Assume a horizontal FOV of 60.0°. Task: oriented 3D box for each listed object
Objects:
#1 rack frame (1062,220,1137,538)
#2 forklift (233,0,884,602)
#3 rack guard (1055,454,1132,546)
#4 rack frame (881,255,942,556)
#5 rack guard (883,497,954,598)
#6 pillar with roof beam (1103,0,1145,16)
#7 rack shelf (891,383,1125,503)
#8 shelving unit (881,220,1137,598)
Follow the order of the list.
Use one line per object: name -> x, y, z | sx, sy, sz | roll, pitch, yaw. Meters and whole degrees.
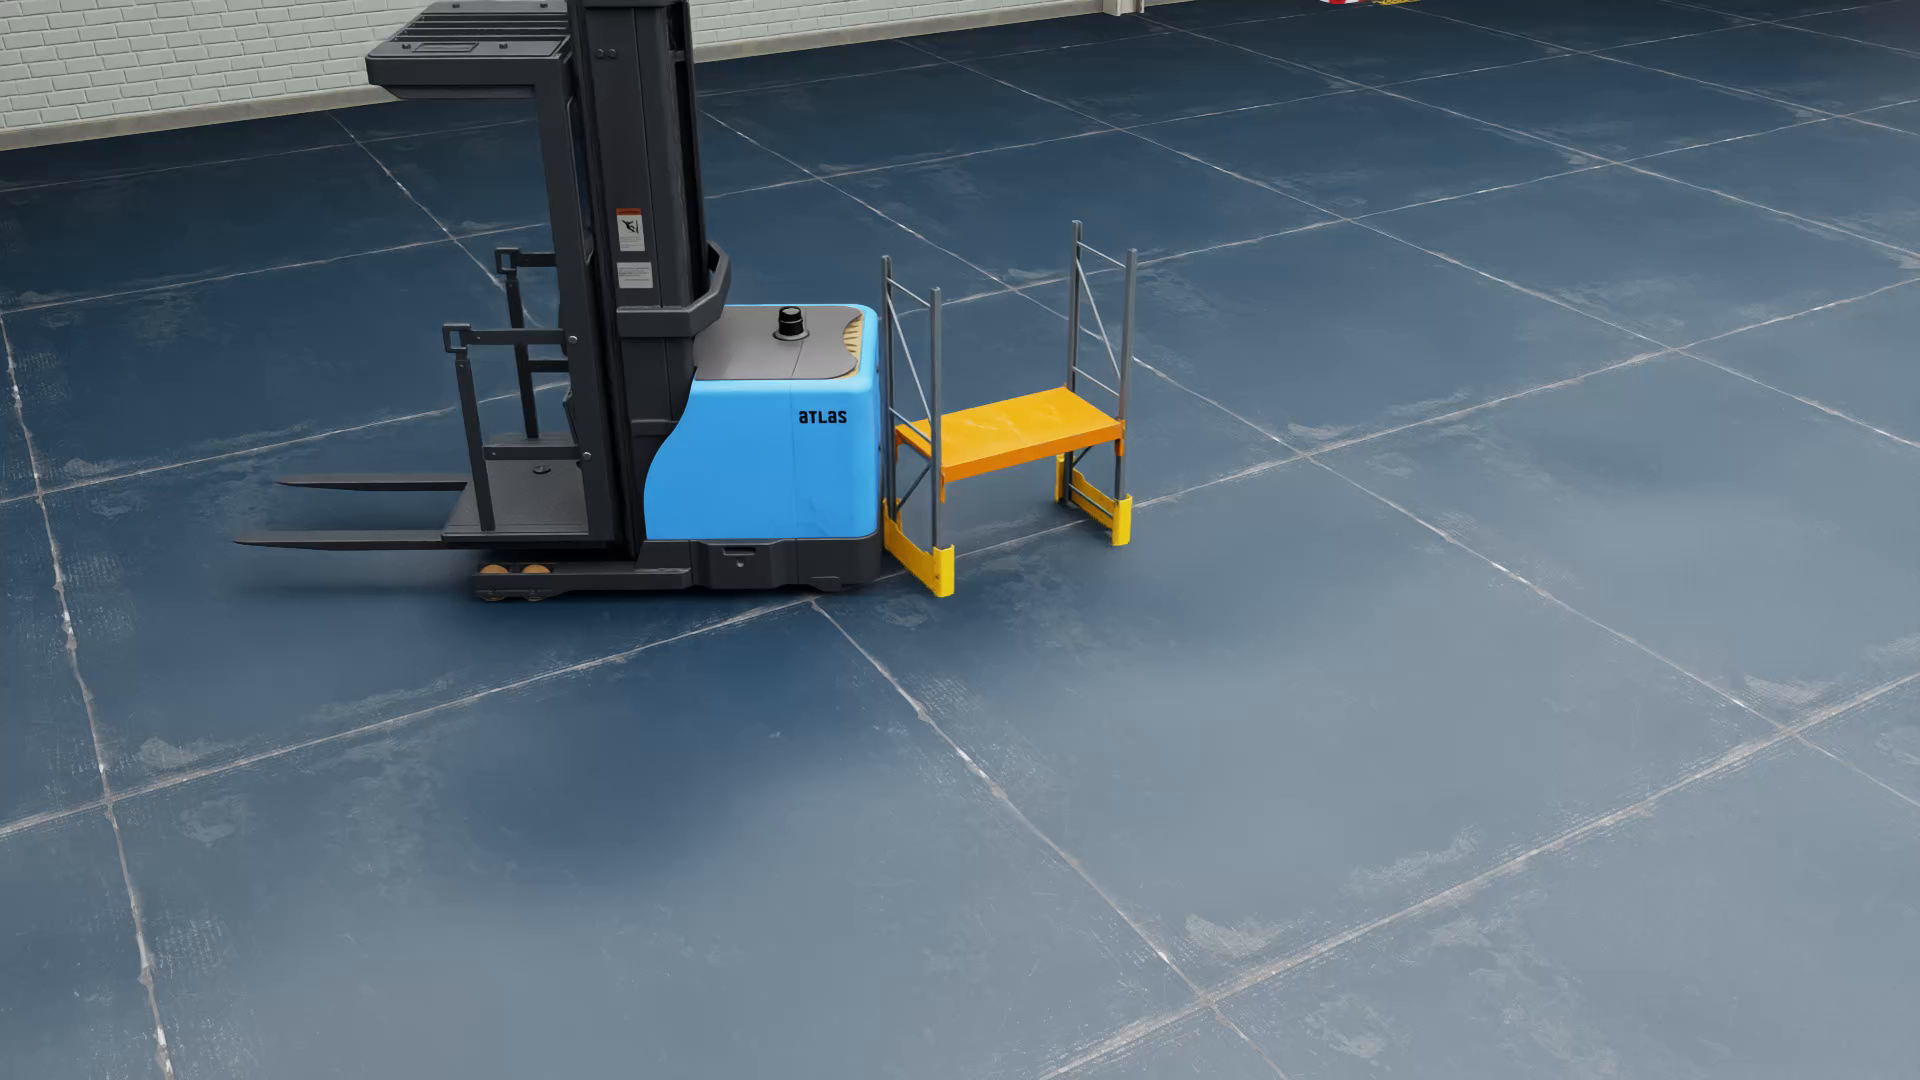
rack frame -> 0.666, -0.755, 8.065 | 0.032, 1.500, 0.500 | -15, 32, -26
forklift -> -1.896, -1.256, 7.493 | 3.031, 2.935, 1.130 | -1, 29, -1
rack guard -> 0.665, -0.207, 8.367 | 0.087, 0.250, 0.587 | -15, 32, -26
rack frame -> -0.218, -0.512, 7.626 | 0.032, 1.500, 0.500 | -15, 32, -26
rack guard -> -0.202, 0.030, 7.937 | 0.087, 0.250, 0.587 | -15, 32, -26
pillar with roof beam -> 4.083, -8.316, 14.006 | 0.400, 9.000, 9.100 | -16, 33, -26
rack shelf -> 0.224, -0.476, 7.933 | 1.000, 0.185, 0.538 | -15, 32, -26
shelving unit -> 0.232, -0.636, 7.850 | 1.083, 1.500, 0.587 | -15, 32, -26
